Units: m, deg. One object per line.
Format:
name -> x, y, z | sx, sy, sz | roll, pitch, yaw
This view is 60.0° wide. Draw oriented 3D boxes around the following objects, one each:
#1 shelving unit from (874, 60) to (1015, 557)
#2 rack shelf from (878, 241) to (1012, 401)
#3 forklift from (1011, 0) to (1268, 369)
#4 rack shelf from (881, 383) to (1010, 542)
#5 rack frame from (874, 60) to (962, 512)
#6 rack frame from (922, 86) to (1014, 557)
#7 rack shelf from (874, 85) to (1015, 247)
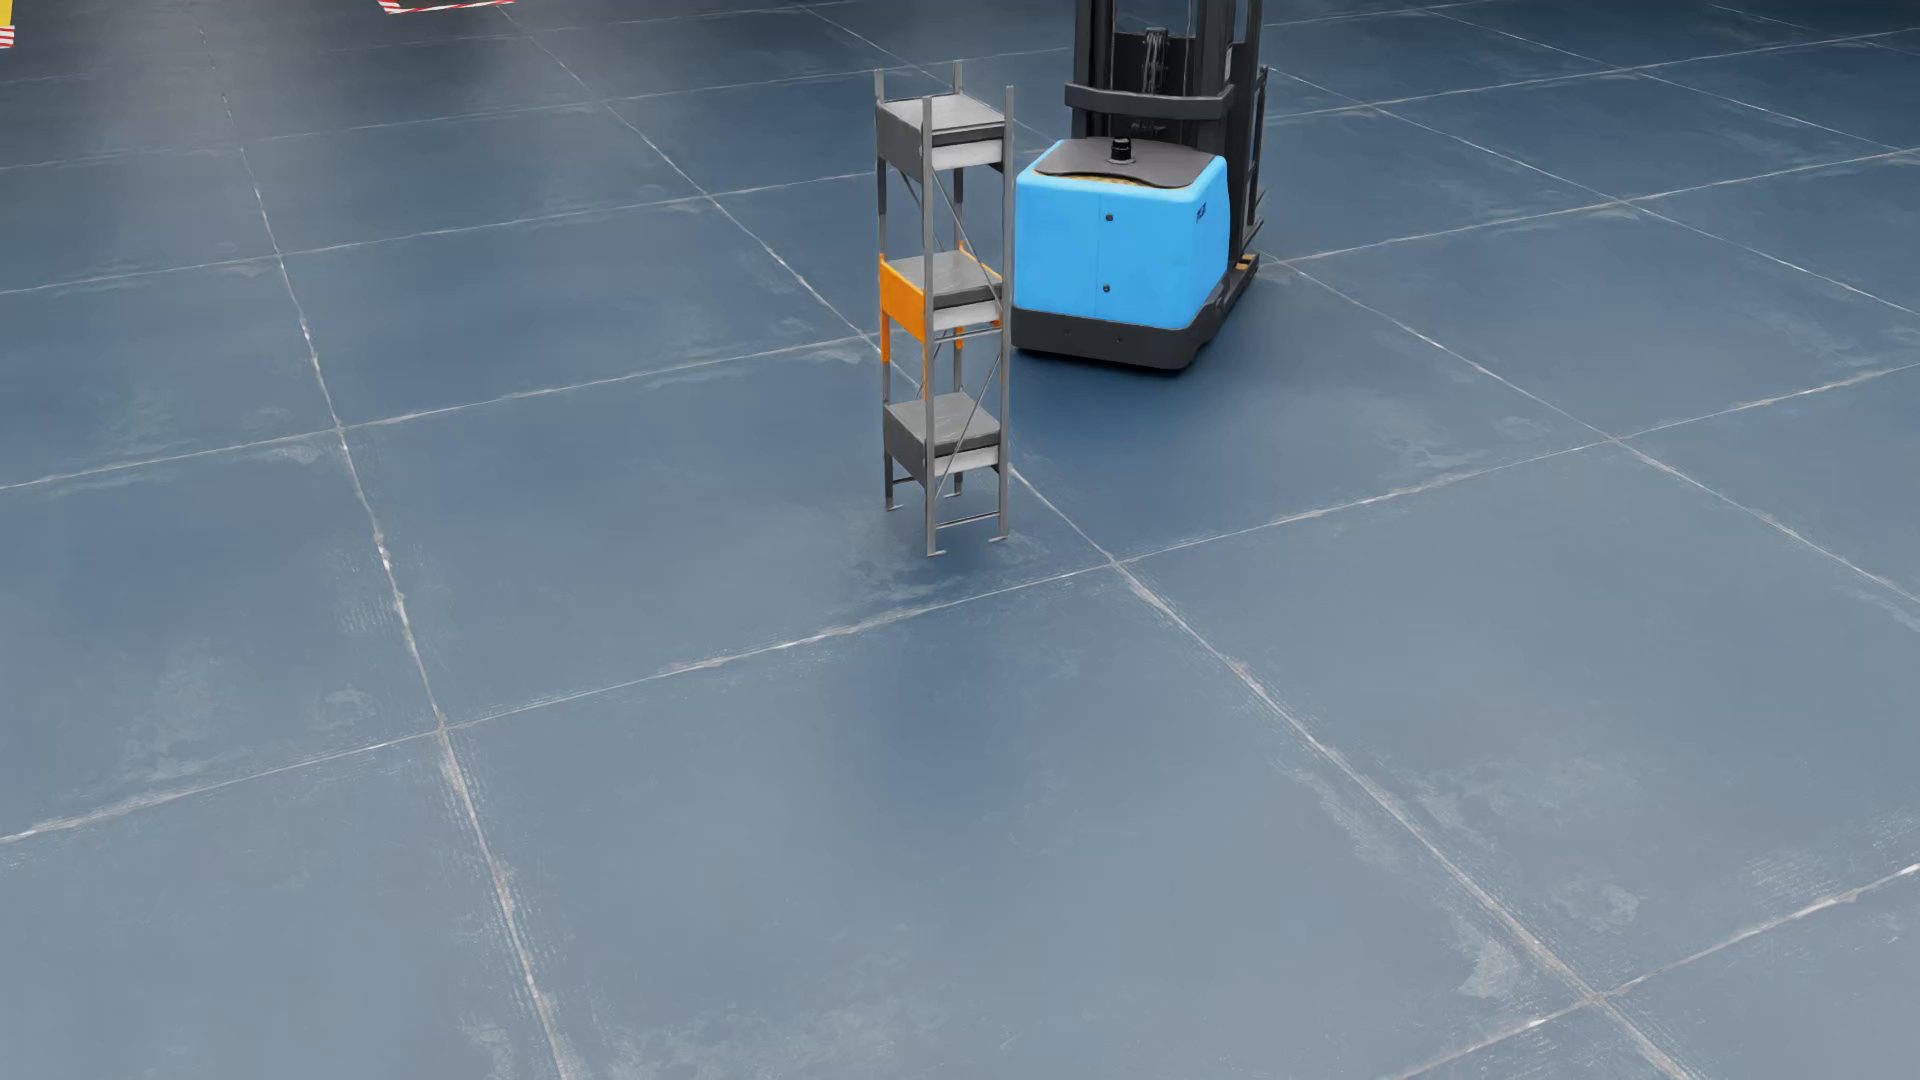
shelving unit -> -0.071, -0.989, 7.367 | 0.431, 2.100, 0.503 | -13, 32, -22
rack shelf -> -0.071, -0.977, 7.374 | 0.431, 0.518, 0.480 | -13, 32, -22
forklift -> 1.294, -2.937, 9.992 | 1.130, 2.935, 3.031 | 11, 31, 18
rack shelf -> -0.071, -0.367, 7.716 | 0.431, 0.518, 0.480 | -13, 32, -22
rack frame -> -0.176, -1.097, 7.559 | 0.400, 2.100, 0.015 | -13, 32, -22
rack frame -> 0.034, -0.881, 7.175 | 0.400, 2.100, 0.015 | -13, 32, -22
rack shelf -> -0.071, -1.588, 7.031 | 0.431, 0.518, 0.480 | -13, 32, -22
